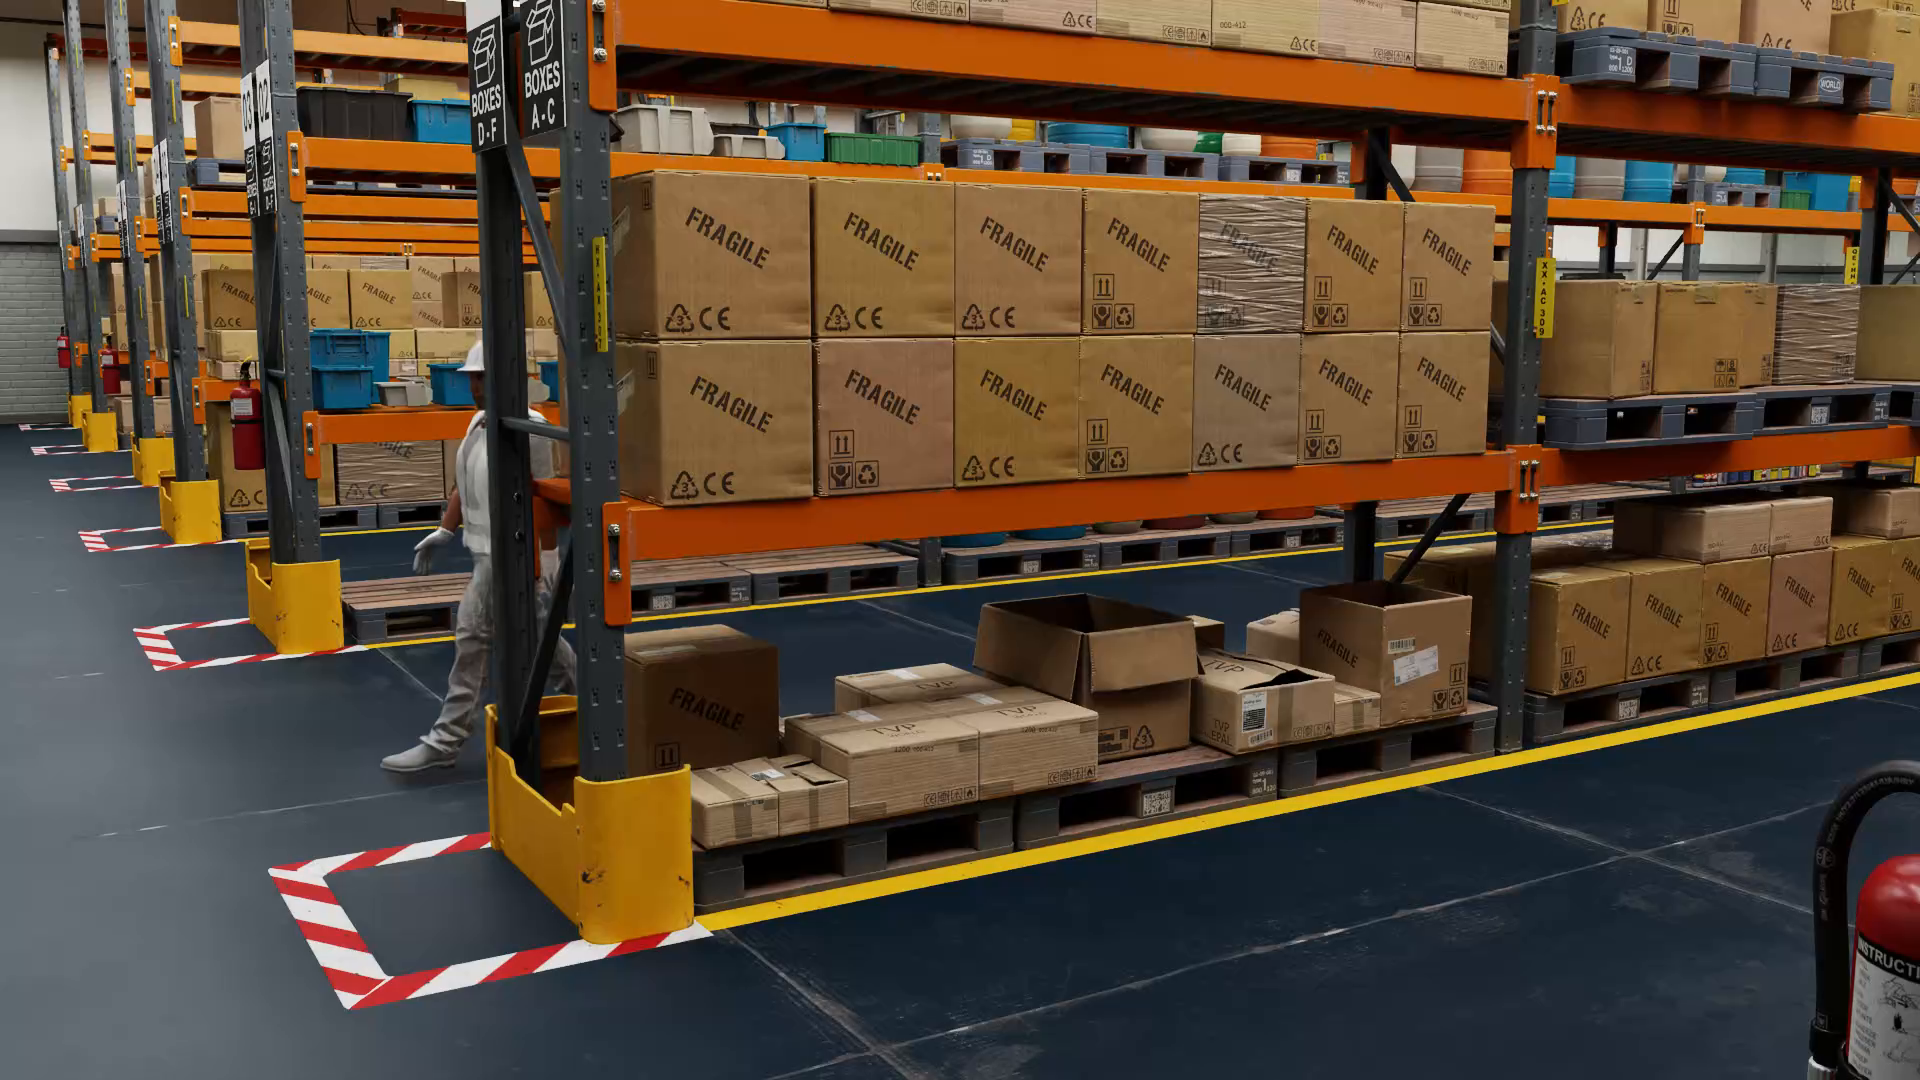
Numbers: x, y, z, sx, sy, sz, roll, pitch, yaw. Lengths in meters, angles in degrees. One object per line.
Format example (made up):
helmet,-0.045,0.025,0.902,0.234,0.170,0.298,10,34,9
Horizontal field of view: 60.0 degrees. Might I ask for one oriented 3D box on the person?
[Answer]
person,-1.953,0.044,6.883,0.980,1.744,0.564,-5,9,-32
